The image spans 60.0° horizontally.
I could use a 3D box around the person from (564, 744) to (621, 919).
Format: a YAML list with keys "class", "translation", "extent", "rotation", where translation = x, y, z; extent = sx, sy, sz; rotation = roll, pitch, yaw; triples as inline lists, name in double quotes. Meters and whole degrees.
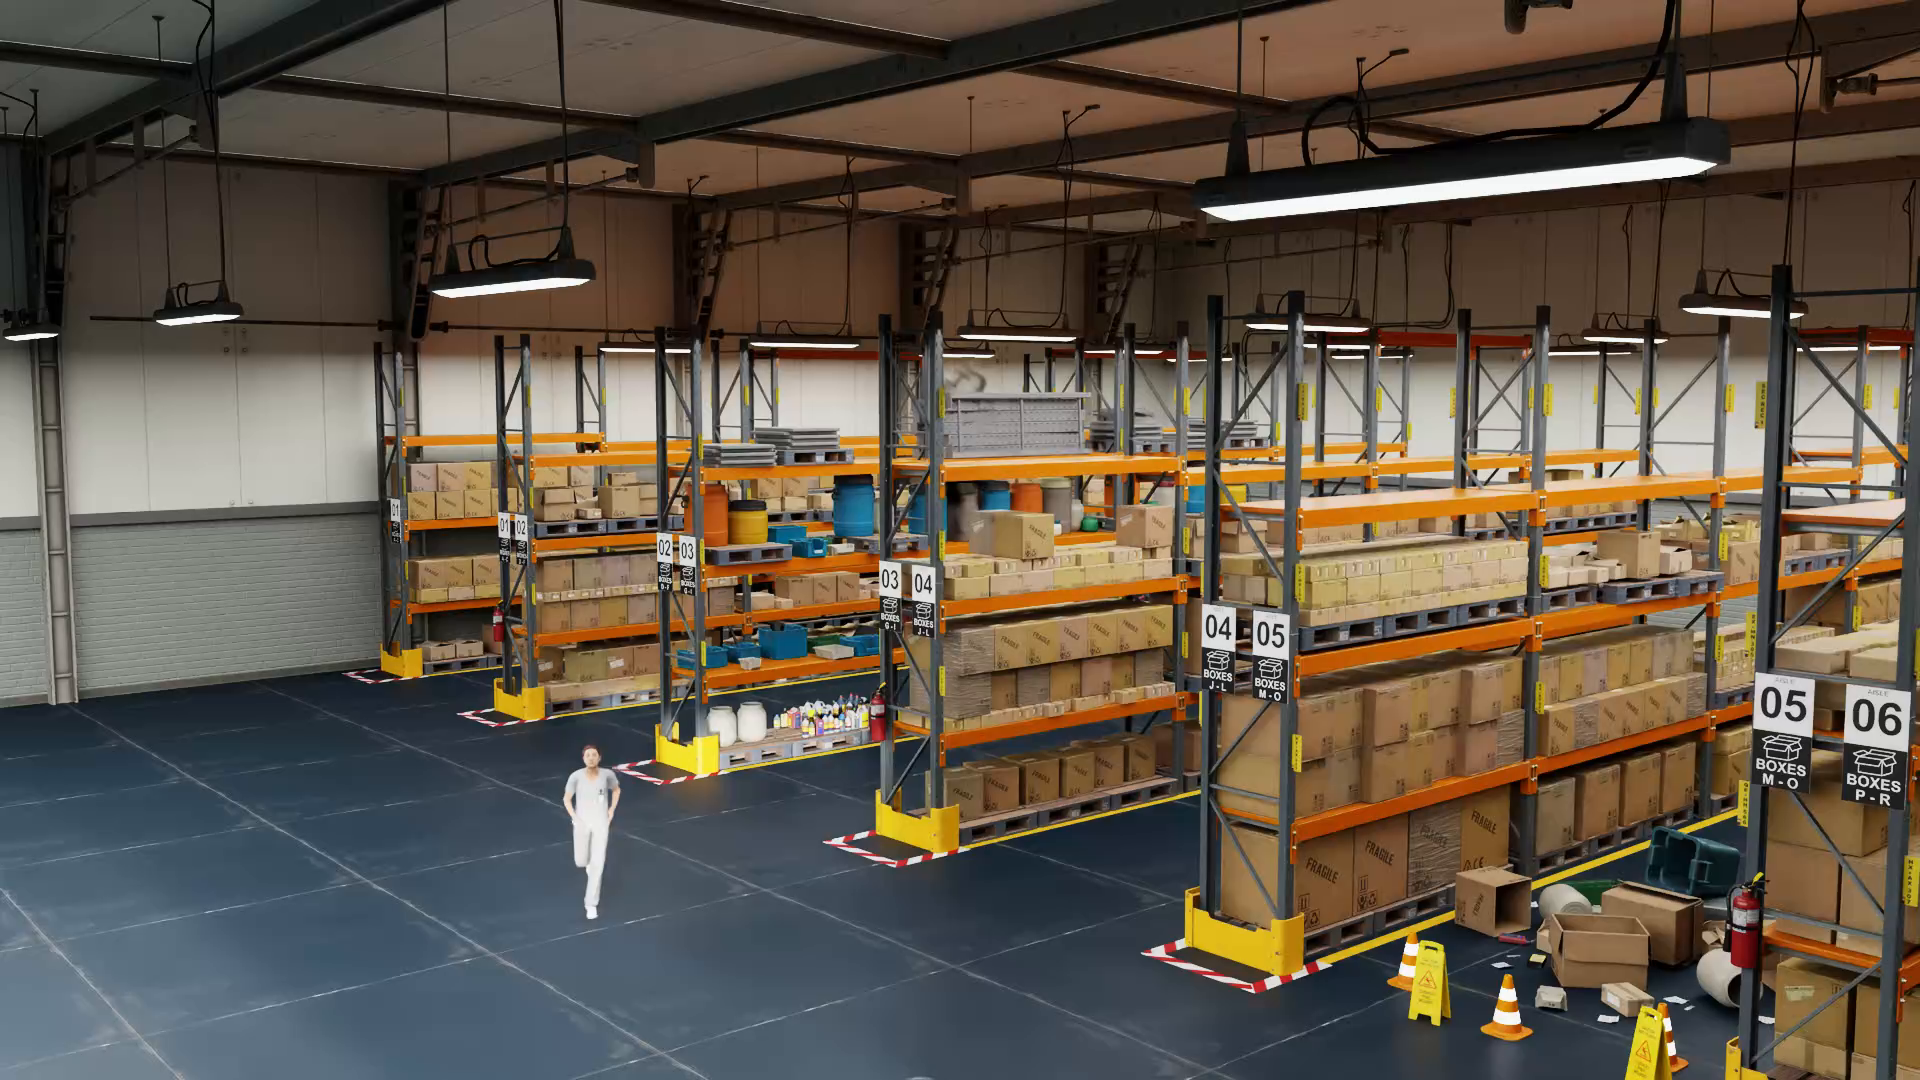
- class: "person"
  translation: [-3.684, 2.864, 16.666]
  extent: [0.547, 1.637, 0.996]
  rotation: [-1, 5, -6]
